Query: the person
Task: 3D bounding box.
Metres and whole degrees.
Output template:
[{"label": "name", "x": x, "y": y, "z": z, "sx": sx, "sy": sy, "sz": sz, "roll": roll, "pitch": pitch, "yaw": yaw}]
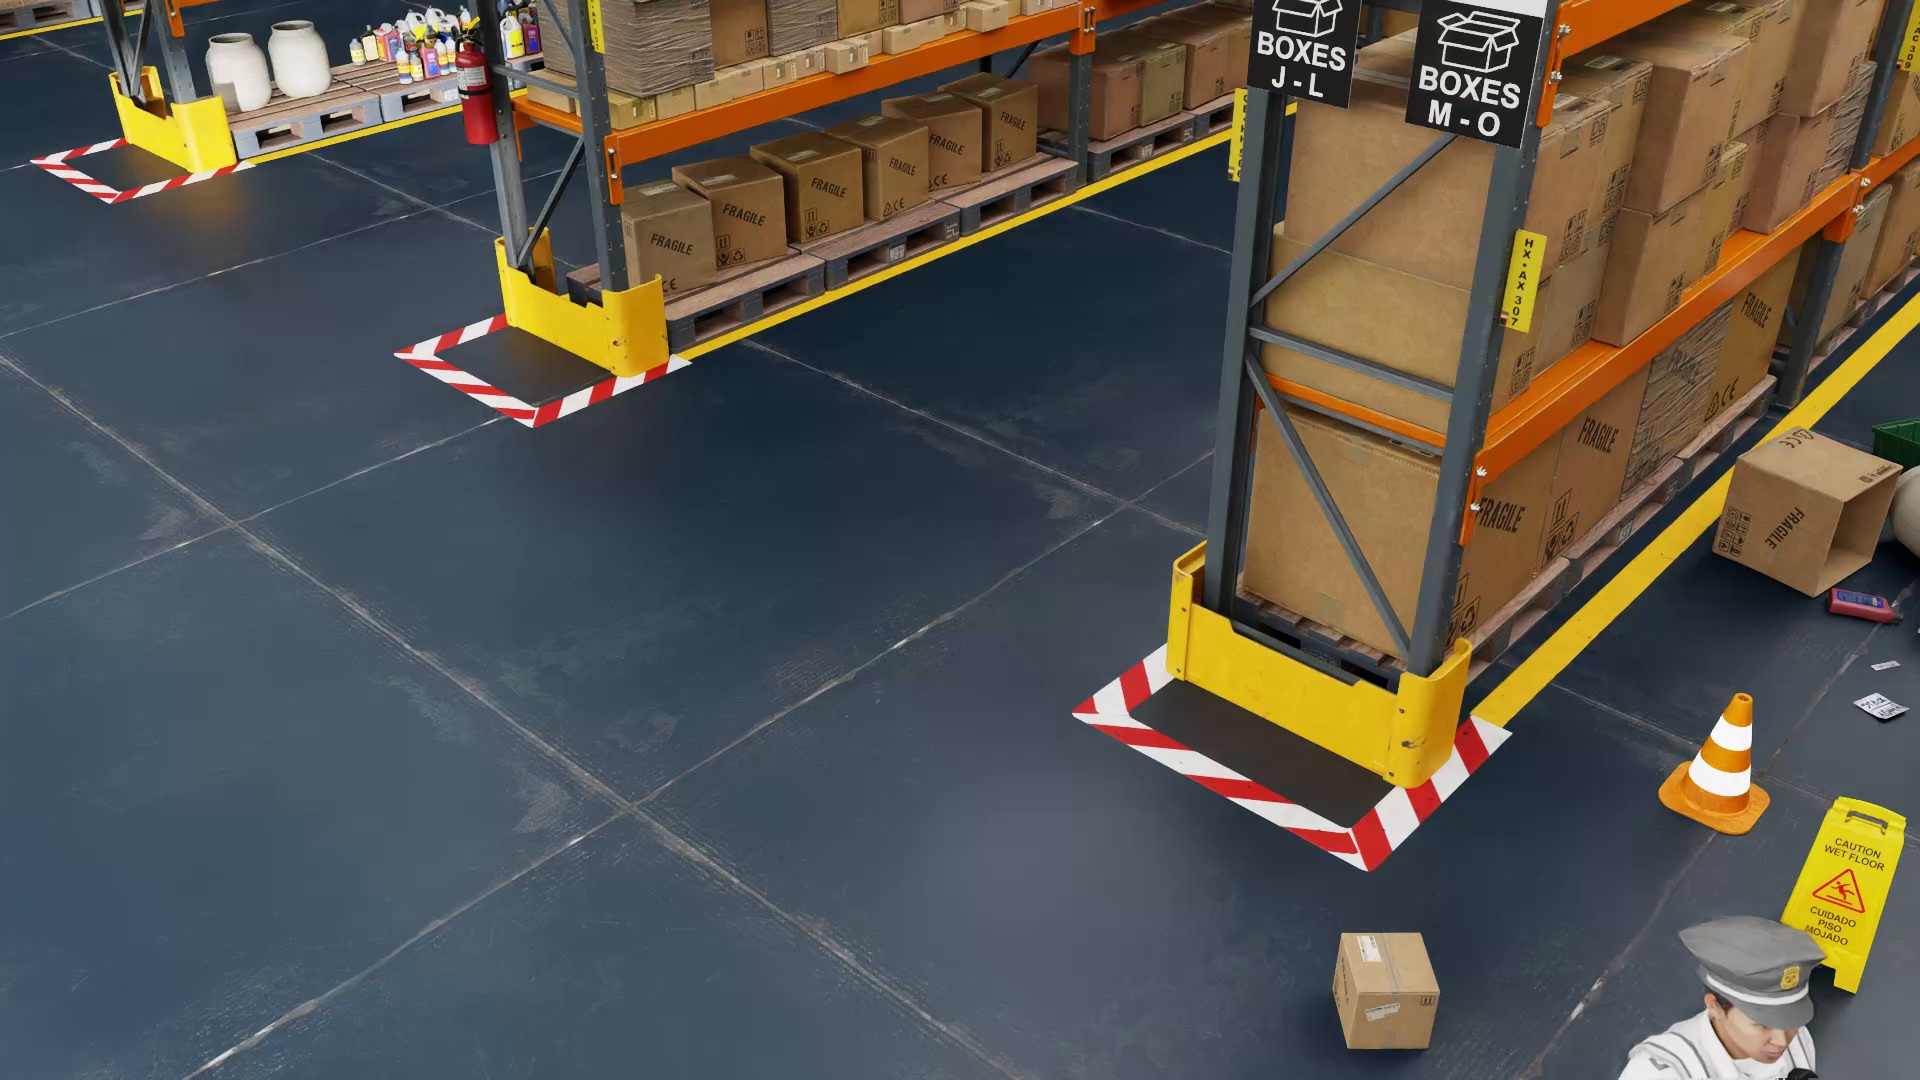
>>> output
[{"label": "person", "x": 1.587, "y": 1.459, "z": 3.691, "sx": 0.486, "sy": 1.655, "sz": 0.770, "roll": -13, "pitch": 34, "yaw": -20}]
